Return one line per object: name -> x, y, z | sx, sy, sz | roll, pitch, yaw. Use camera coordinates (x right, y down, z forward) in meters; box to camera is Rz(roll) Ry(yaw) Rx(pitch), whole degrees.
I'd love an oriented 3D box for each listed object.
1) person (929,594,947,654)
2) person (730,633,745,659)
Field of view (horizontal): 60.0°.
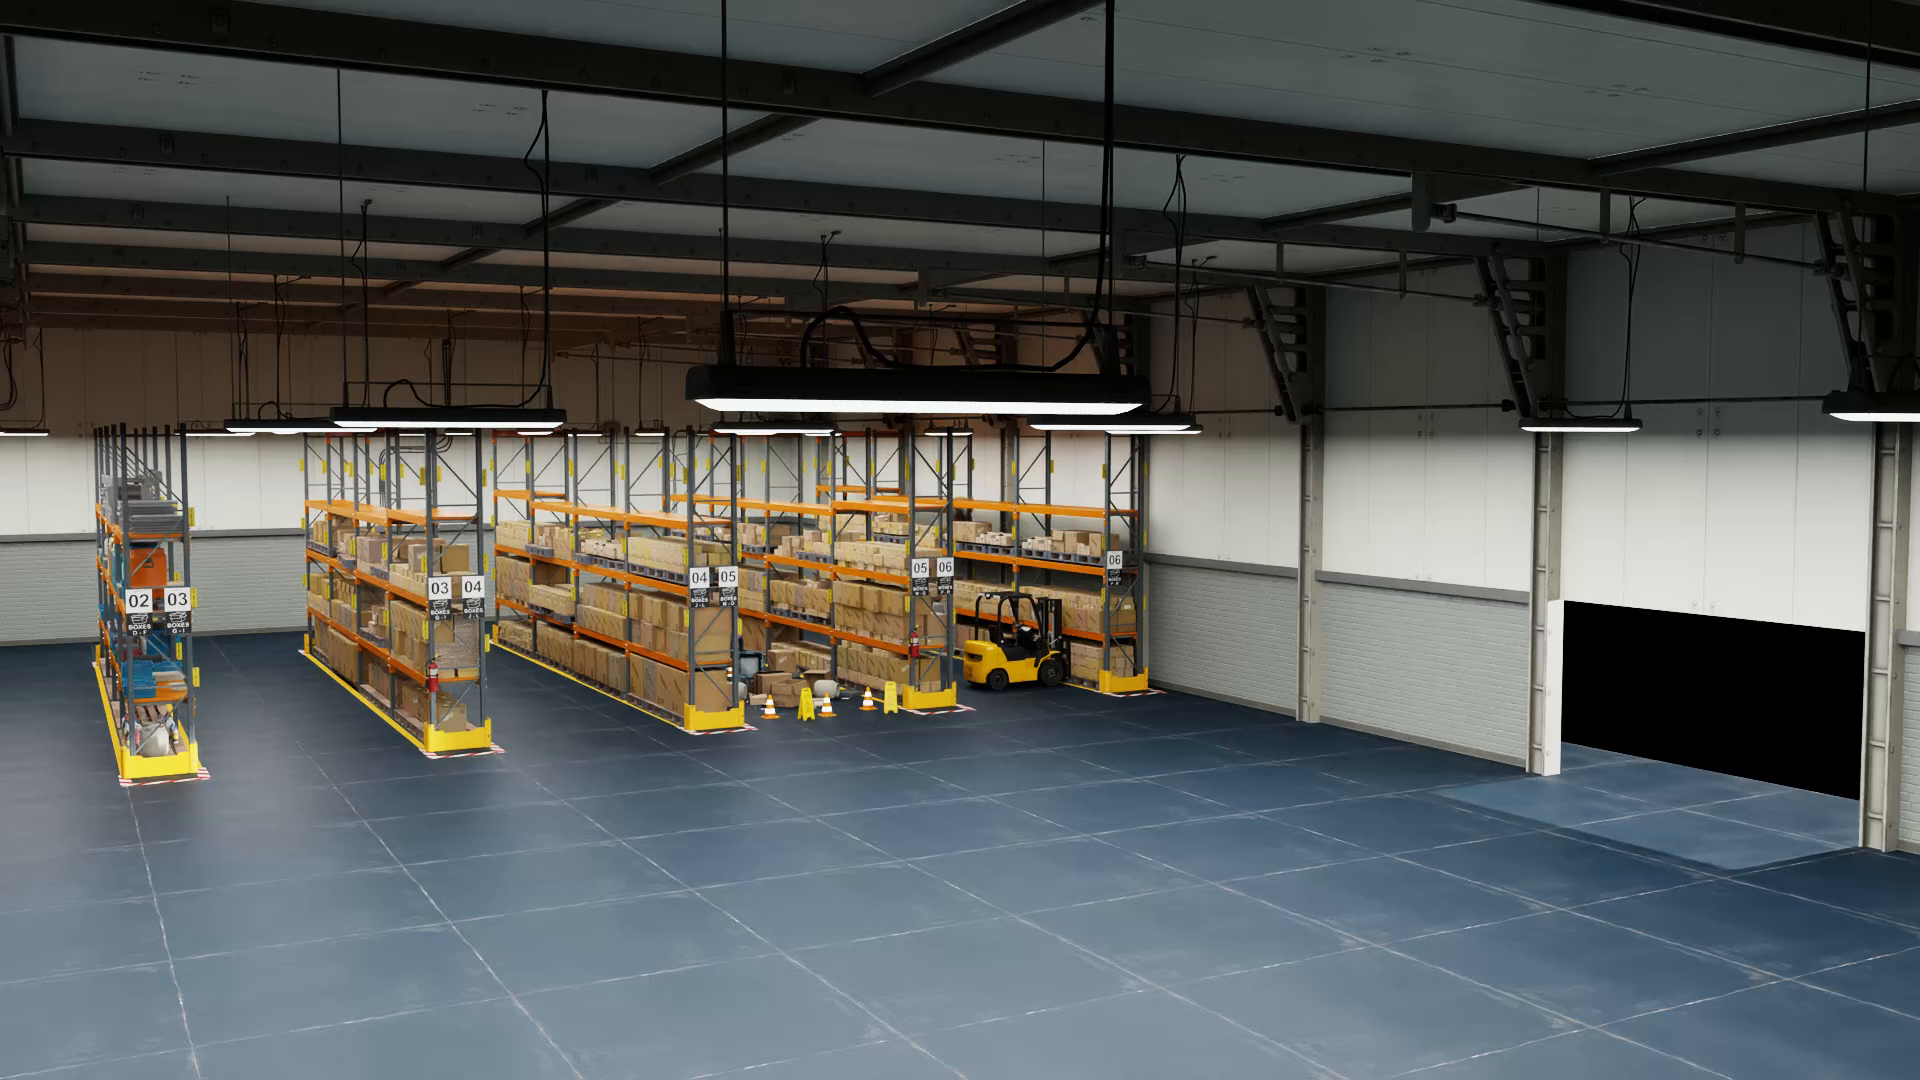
person -> -0.599, 2.116, 41.956 | 0.391, 1.551, 0.841 | -3, 4, -40
person -> -5.527, 2.444, 41.078 | 0.506, 1.592, 0.383 | 1, 4, 20
